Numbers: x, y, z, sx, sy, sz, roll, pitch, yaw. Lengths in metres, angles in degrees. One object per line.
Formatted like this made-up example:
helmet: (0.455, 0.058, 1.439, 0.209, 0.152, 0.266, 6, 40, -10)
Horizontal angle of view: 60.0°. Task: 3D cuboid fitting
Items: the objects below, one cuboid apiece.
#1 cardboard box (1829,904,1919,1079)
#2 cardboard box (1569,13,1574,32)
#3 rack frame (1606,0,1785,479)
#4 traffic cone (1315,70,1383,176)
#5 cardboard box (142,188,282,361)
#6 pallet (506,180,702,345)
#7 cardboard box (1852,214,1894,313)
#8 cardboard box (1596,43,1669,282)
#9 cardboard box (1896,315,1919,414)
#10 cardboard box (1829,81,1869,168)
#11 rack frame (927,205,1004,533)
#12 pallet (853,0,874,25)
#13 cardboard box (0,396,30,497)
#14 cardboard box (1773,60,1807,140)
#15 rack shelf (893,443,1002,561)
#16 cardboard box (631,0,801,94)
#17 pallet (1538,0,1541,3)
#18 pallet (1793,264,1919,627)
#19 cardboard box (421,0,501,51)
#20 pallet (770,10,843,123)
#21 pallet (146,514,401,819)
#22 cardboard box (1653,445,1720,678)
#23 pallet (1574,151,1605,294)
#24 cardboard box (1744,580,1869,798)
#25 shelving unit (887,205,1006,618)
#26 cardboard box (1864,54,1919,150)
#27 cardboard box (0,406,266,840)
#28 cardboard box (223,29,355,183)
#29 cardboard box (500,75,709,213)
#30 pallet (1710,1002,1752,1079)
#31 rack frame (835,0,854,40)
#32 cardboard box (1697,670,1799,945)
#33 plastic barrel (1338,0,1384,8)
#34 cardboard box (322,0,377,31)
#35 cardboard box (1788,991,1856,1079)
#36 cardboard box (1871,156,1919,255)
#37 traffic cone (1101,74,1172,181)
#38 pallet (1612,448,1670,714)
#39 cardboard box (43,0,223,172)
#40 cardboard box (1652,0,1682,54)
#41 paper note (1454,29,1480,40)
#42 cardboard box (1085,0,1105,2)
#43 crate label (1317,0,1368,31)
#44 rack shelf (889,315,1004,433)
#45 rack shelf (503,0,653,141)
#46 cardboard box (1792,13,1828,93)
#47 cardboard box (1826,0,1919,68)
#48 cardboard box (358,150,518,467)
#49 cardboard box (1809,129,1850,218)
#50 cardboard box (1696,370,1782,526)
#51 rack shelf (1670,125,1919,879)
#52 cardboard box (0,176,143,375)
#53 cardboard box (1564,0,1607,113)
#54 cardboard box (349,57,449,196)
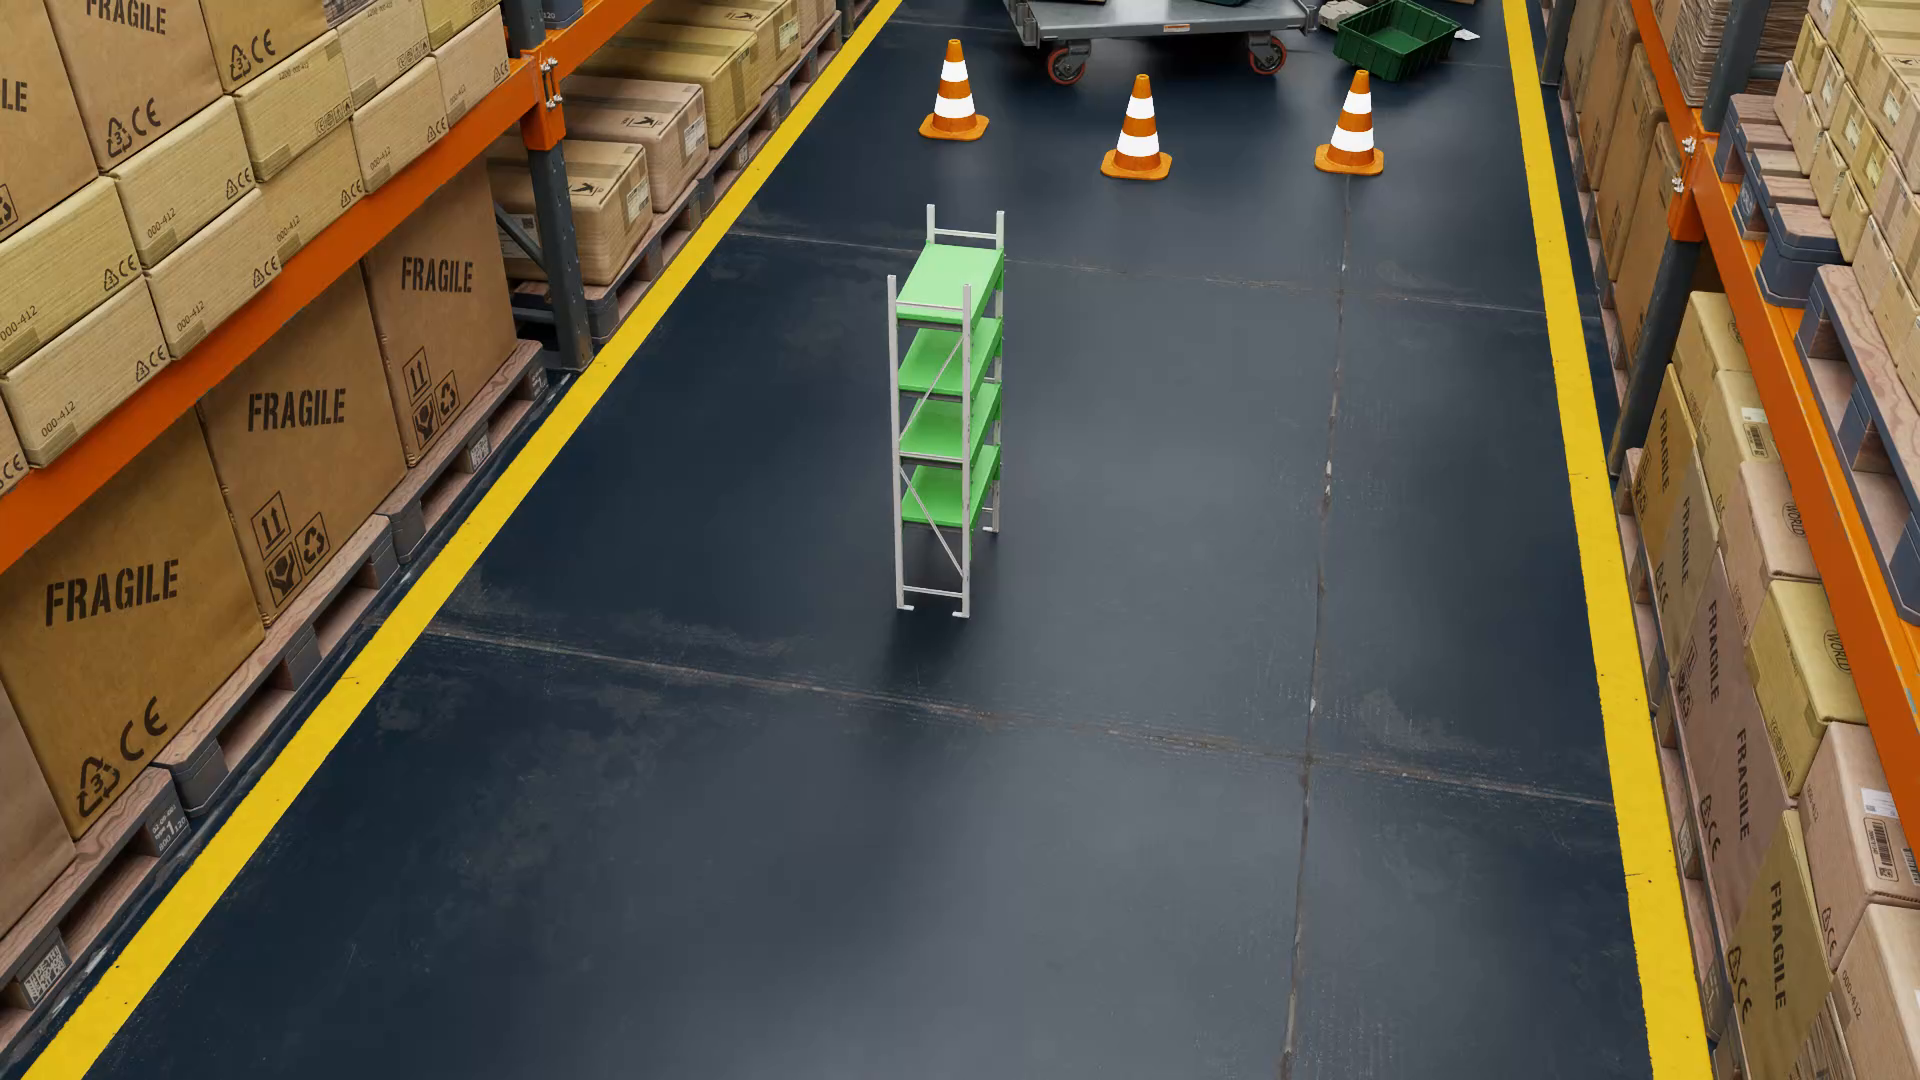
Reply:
cardboard box: (1.927, 0.959, 3.003, 0.500, 0.250, 0.500, 6, 36, 9)
cardboard box: (3.927, -3.368, 9.294, 0.875, 0.875, 0.875, 8, 37, 11)
rack frame: (2.870, -1.414, 5.144, 1.000, 3.000, 0.127, 7, 37, 10)
traffic cone: (1.963, -2.100, 8.253, 0.336, 0.463, 0.334, 7, 37, 10)
cardboard box: (-2.140, -0.715, 4.309, 0.500, 0.250, 0.500, 7, 36, 9)
pallet: (-1.819, -1.295, 7.357, 1.003, 0.211, 1.213, 7, 37, 10)
cardboard box: (2.352, -0.634, 3.925, 0.380, 0.149, 0.250, 8, 37, 11)
cardboard box: (3.271, -1.512, 6.840, 1.050, 0.750, 0.750, 8, 37, 11)
cardboard box: (2.239, -0.341, 3.521, 0.380, 0.149, 0.250, 6, 36, 8)
cardboard box: (2.461, -1.041, 4.233, 0.380, 0.149, 0.250, 6, 36, 9)
rack frame: (0.017, -0.531, 5.460, 0.240, 1.200, 0.015, 7, 37, 10)
pallet: (-1.024, -3.530, 10.440, 1.003, 0.211, 1.213, 7, 37, 10)
cardboard box: (-2.381, -0.138, 3.512, 0.500, 0.250, 0.500, 6, 36, 9)
cardboard box: (2.577, -1.251, 4.776, 0.380, 0.149, 0.250, 7, 36, 9)
rack shelf: (-0.035, -0.145, 5.445, 0.258, 0.148, 0.480, 7, 37, 10)
cardboard box: (-1.393, -2.662, 8.748, 0.950, 0.372, 0.625, 10, 37, 13)
pallet: (4.221, -3.705, 10.683, 1.003, 0.211, 1.213, 7, 37, 10)
pallet: (2.487, -0.196, 3.628, 1.003, 0.211, 1.213, 7, 37, 10)
cardboard box: (-1.843, -1.808, 5.391, 0.500, 0.250, 0.500, 7, 37, 10)
pallet: (-1.298, -2.694, 9.287, 1.003, 0.211, 1.213, 7, 37, 10)
pallet: (-2.492, 0.293, 5.166, 1.003, 0.211, 1.213, 7, 37, 10)
cardboard box: (2.365, 0.091, 4.841, 0.500, 0.500, 0.500, 8, 37, 11)
pallet: (3.375, -1.424, 7.535, 1.003, 0.211, 1.213, 7, 37, 10)
cardboard box: (2.149, 0.362, 3.828, 0.500, 0.250, 0.500, 6, 36, 8)
shelving unit: (-0.035, -0.391, 5.267, 0.258, 1.200, 0.503, 7, 37, 10)
cardboard box: (2.413, -1.036, 3.973, 0.380, 0.149, 0.250, 6, 36, 8)
cardboard box: (-2.602, 0.123, 4.477, 0.875, 0.875, 0.875, 8, 37, 11)
cardboard box: (-2.038, -1.218, 4.576, 0.500, 0.250, 0.500, 6, 36, 9)
cardboard box: (-1.707, -1.829, 7.599, 0.950, 0.372, 0.625, 7, 36, 9)
pallet: (2.180, 1.562, 3.415, 1.003, 0.211, 1.213, 7, 37, 10)
rack frame: (-1.133, -4.269, 9.085, 1.000, 3.000, 0.127, 7, 37, 10)
cardboard box: (2.151, 0.678, 4.030, 0.500, 0.500, 0.500, 7, 36, 9)
plastic barrel: (2.468, -3.506, 10.227, 0.421, 0.421, 0.512, -24, 42, -30)
cardboard box: (-1.944, -1.797, 4.736, 0.500, 0.500, 0.500, 8, 37, 11)
cardboard box: (1.927, 1.266, 3.220, 0.500, 0.500, 0.500, 7, 36, 9)
cardboard box: (2.353, -0.754, 3.837, 0.380, 0.149, 0.250, 7, 37, 10)
traffic cone: (0.885, -2.064, 8.204, 0.336, 0.463, 0.334, 7, 37, 10)
pallet: (2.701, 0.163, 5.345, 1.003, 0.211, 1.213, 7, 37, 10)
cardboard box: (-2.172, -1.224, 3.946, 0.500, 0.500, 0.500, 7, 36, 9)
cardboard box: (2.812, -2.032, 5.912, 0.500, 0.500, 0.500, 7, 37, 10)
paper note: (2.983, -3.004, 9.868, 0.147, 0.020, 0.142, -17, 39, -22)
cardboard box: (0.612, -3.358, 9.312, 0.500, 0.500, 0.500, 7, 37, 10)
crate label: (2.302, -3.132, 9.955, 0.298, 0.136, 0.250, -17, 39, -22)
rack shelf: (-0.035, -0.534, 5.164, 0.258, 0.148, 0.480, 7, 37, 10)
rack shelf: (-1.560, -2.831, 7.714, 1.077, 0.370, 4.000, 7, 37, 10)
cardboard box: (2.570, -1.351, 4.660, 0.380, 0.149, 0.250, 9, 37, 12)
cardboard box: (2.527, -1.328, 4.375, 0.380, 0.149, 0.250, 6, 36, 9)
cardboard box: (-2.216, -0.900, 5.889, 0.875, 0.875, 0.875, 7, 37, 10)
cardboard box: (2.462, -0.942, 4.350, 0.380, 0.149, 0.250, 9, 37, 12)
cardboard box: (2.378, -0.219, 4.630, 0.500, 0.250, 0.500, 7, 37, 9)
rack shelf: (2.443, 0.024, 3.773, 1.077, 0.370, 4.000, 7, 37, 10)
cardboard box: (-2.255, -0.630, 3.765, 0.500, 0.250, 0.500, 8, 37, 11)
cardboard box: (3.679, -2.599, 8.339, 1.050, 0.750, 0.750, 7, 37, 10)
cardboard box: (-1.936, -1.298, 5.113, 0.500, 0.250, 0.500, 8, 37, 11)
